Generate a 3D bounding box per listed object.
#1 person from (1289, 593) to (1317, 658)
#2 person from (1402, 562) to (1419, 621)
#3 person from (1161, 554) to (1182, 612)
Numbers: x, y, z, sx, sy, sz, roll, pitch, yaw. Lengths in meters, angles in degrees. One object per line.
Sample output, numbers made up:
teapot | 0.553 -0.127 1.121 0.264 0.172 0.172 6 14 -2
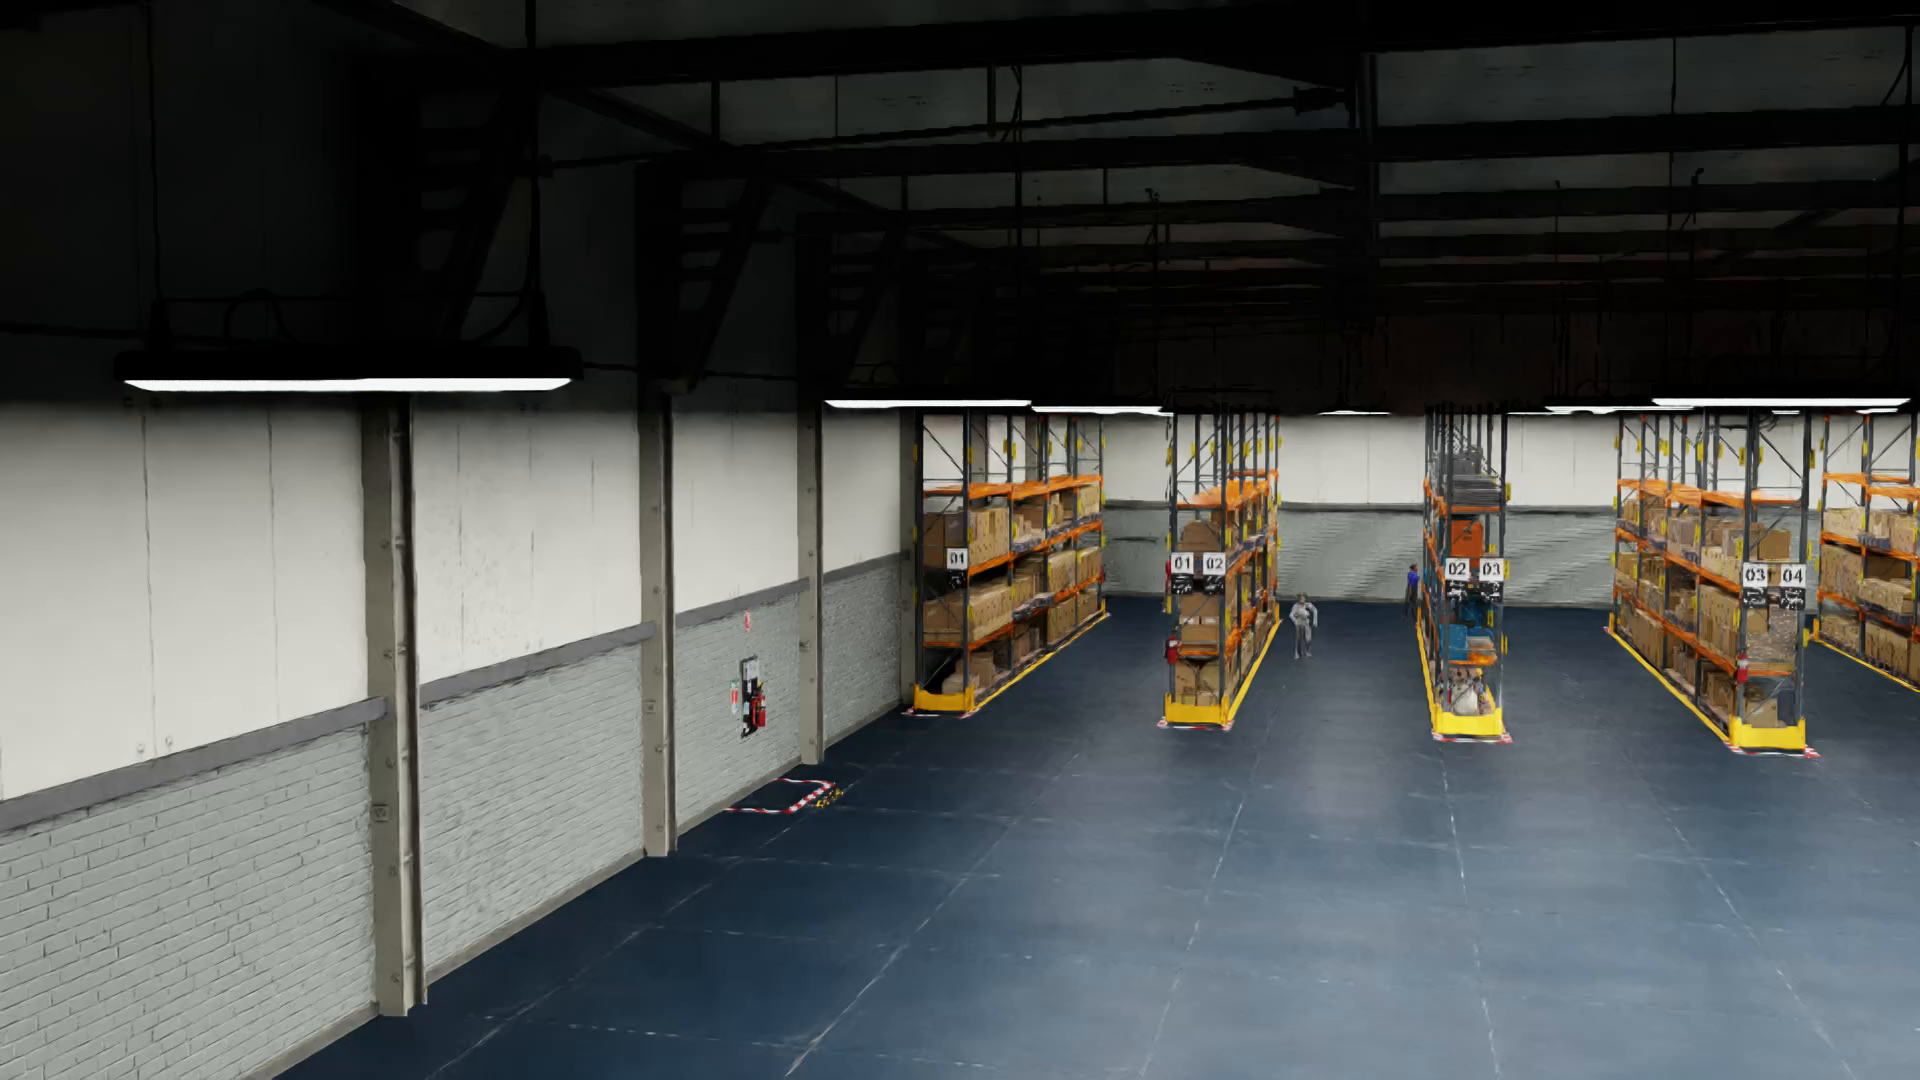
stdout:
person | 8.113 2.025 39.336 0.622 1.602 0.763 2 4 20
person | 12.713 1.445 46.769 0.494 1.664 0.496 -4 6 -40
person | 6.270 1.246 48.856 0.769 1.716 0.583 -3 5 -39
